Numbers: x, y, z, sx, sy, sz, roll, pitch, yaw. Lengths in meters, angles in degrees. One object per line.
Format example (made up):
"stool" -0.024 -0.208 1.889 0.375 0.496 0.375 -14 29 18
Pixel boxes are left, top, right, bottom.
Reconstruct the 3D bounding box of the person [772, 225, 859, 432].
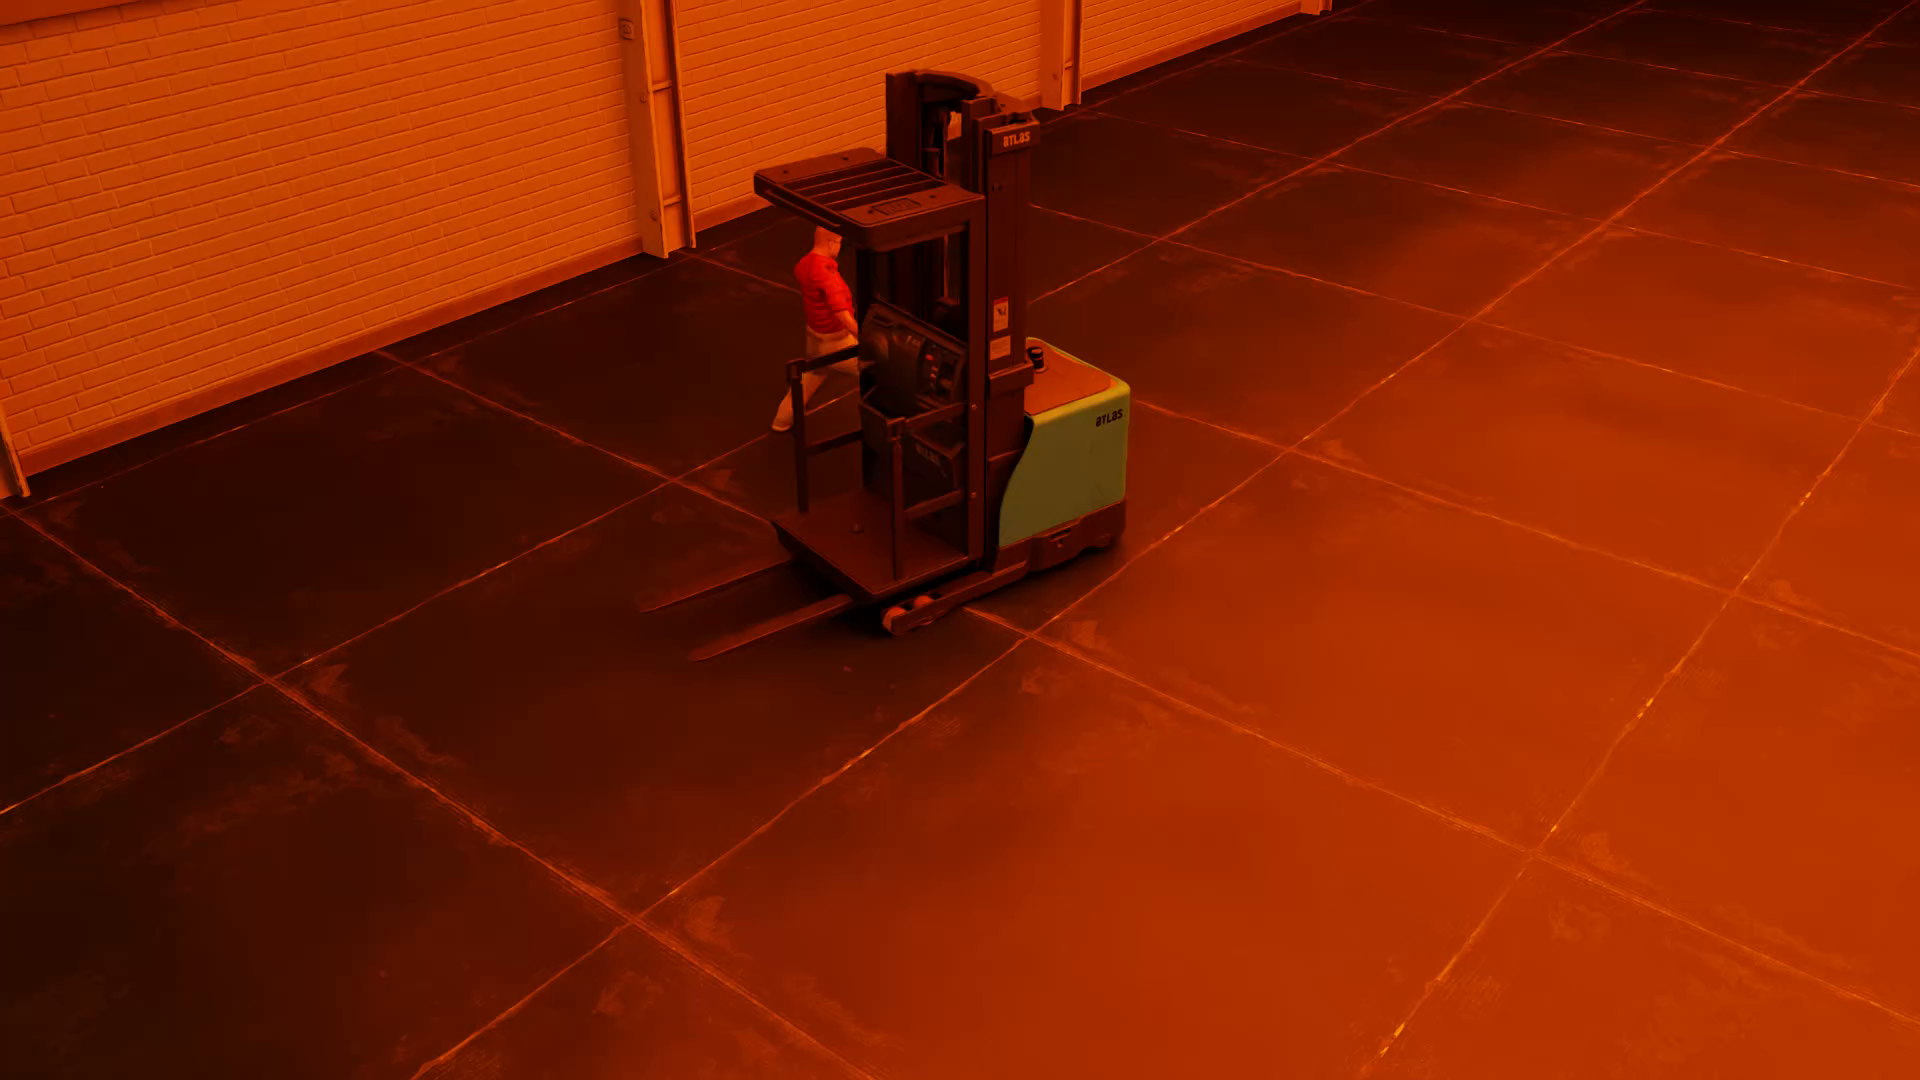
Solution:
"person" -0.853 -1.421 11.424 0.831 1.601 0.999 -17 34 -26

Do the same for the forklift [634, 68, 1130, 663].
"forklift" -0.438 -1.015 9.332 3.031 2.935 1.130 -21 36 -32
